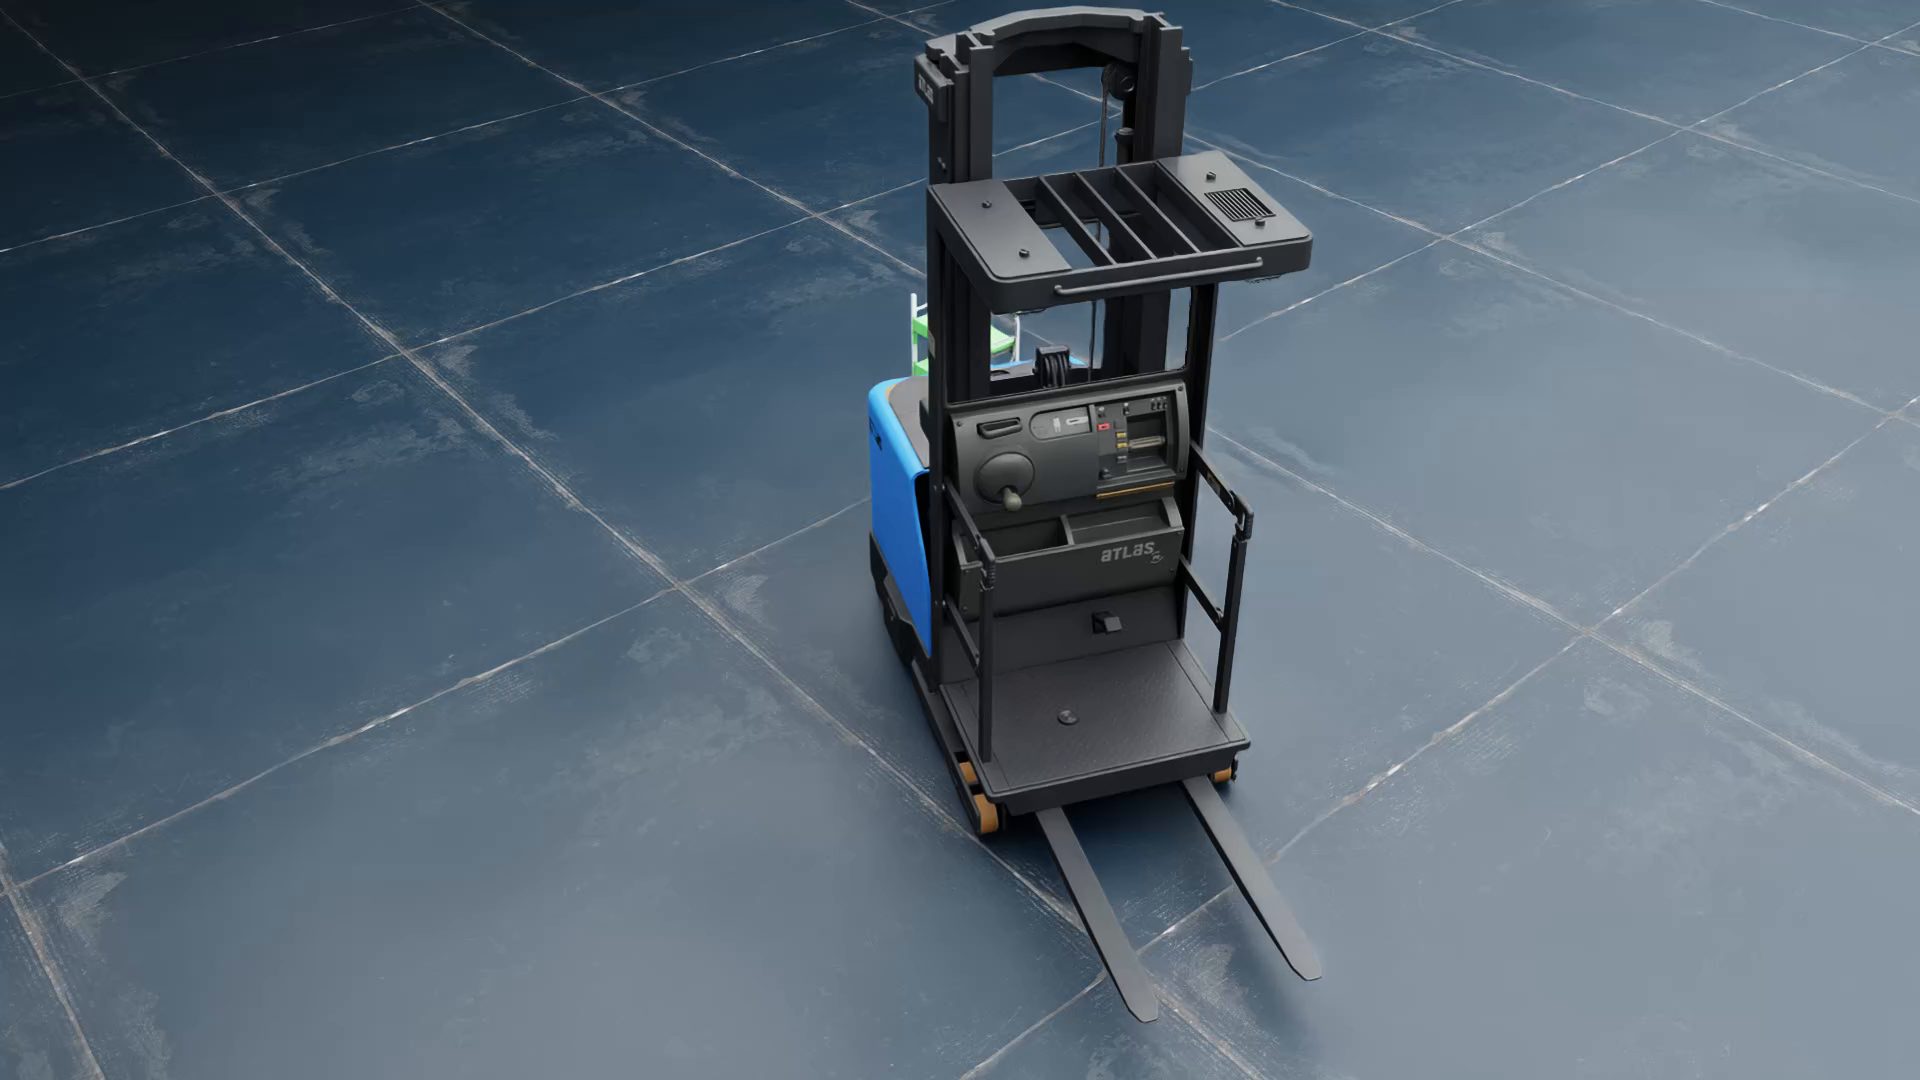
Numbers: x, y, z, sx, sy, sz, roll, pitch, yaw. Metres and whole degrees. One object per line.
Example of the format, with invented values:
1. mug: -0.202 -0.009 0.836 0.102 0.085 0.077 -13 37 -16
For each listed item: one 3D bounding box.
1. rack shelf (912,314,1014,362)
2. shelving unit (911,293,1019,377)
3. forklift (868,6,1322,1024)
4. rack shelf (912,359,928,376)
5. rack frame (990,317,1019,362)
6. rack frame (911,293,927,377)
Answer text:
1. rack shelf: 0.021 -0.932 7.808 0.258 0.148 0.480 -25 42 -31
2. shelving unit: 0.021 -0.593 8.049 0.258 1.200 0.503 -25 42 -31
3. forklift: 0.491 -0.287 6.120 1.130 2.935 3.031 -10 37 -14
4. rack shelf: 0.021 -0.736 7.947 0.258 0.148 0.480 -25 42 -31
5. rack frame: 0.174 -0.483 7.894 0.240 1.200 0.015 -25 42 -31
6. rack frame: -0.133 -0.702 8.204 0.240 1.200 0.015 -25 42 -31
